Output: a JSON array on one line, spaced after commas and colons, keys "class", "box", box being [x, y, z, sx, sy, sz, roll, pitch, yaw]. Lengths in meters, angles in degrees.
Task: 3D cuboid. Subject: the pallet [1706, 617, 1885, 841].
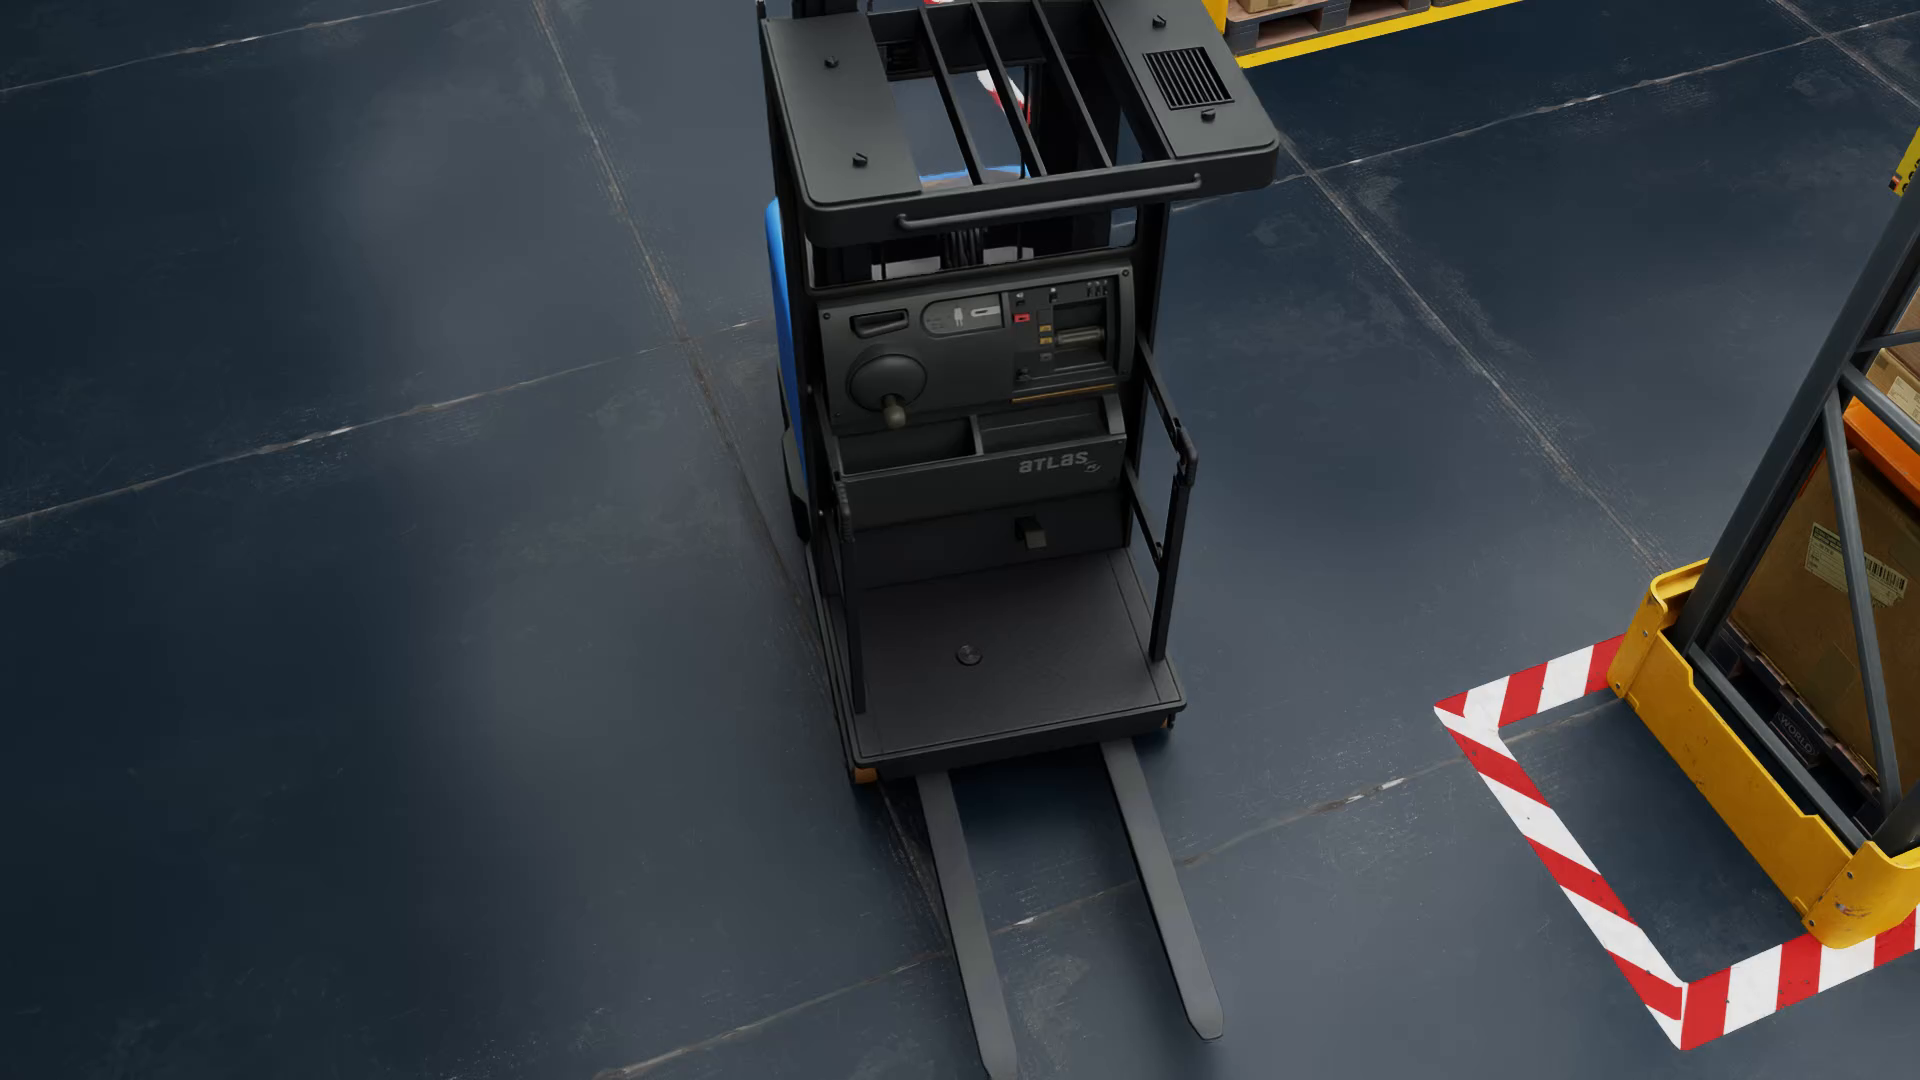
[{"class": "pallet", "box": [3.359, 0.465, 5.711, 1.213, 0.211, 1.003, -17, 52, -14]}]

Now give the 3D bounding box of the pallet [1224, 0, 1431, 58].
[{"class": "pallet", "box": [1.702, -2.993, 8.681, 1.213, 0.211, 1.003, -17, 52, -14]}]

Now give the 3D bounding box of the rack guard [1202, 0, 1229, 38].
[{"class": "rack guard", "box": [0.937, -2.879, 8.393, 0.348, 0.500, 1.175, -17, 52, -14]}]

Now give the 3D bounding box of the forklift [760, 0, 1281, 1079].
[{"class": "forklift", "box": [0.104, -0.463, 4.716, 1.130, 2.935, 3.031, -9, 50, -8]}]

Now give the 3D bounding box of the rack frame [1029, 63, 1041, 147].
[{"class": "rack frame", "box": [0.330, -1.392, 6.457, 0.032, 1.500, 0.500, -8, 50, -7]}]

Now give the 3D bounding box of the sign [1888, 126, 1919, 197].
[{"class": "sign", "box": [2.456, -0.998, 4.211, 0.005, 0.325, 0.100, -17, 52, -14]}]

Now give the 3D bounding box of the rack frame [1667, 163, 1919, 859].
[{"class": "rack frame", "box": [2.648, -0.159, 4.409, 0.127, 3.000, 1.000, -17, 52, -14]}]

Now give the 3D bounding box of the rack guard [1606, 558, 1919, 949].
[{"class": "rack guard", "box": [2.626, 0.662, 5.352, 0.348, 0.500, 1.175, -17, 52, -14]}]

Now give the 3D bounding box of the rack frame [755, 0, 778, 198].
[{"class": "rack frame", "box": [-0.671, -1.256, 6.340, 0.032, 1.500, 0.500, -8, 50, -7]}]

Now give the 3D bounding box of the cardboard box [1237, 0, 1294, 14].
[{"class": "cardboard box", "box": [1.472, -2.805, 8.284, 0.250, 0.149, 0.380, -16, 51, -14]}]

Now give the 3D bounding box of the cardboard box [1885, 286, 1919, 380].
[{"class": "cardboard box", "box": [2.996, -0.532, 4.633, 0.500, 0.250, 0.500, -18, 52, -15]}]

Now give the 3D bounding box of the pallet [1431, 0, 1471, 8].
[{"class": "pallet", "box": [2.830, -3.340, 8.979, 1.213, 0.211, 1.003, -17, 52, -14]}]

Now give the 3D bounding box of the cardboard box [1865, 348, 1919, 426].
[{"class": "cardboard box", "box": [2.853, -0.410, 4.791, 0.250, 0.149, 0.380, -16, 51, -14]}]

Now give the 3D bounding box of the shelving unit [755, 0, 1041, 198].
[{"class": "shelving unit", "box": [-0.170, -1.324, 6.399, 1.048, 1.500, 0.538, -8, 50, -7]}]

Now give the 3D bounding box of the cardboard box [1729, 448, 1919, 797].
[{"class": "cardboard box", "box": [3.210, 0.157, 5.262, 0.875, 0.875, 0.875, -17, 52, -14]}]

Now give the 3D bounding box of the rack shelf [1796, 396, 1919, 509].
[{"class": "rack shelf", "box": [4.500, -0.498, 5.175, 4.000, 0.370, 1.077, -17, 52, -14]}]
